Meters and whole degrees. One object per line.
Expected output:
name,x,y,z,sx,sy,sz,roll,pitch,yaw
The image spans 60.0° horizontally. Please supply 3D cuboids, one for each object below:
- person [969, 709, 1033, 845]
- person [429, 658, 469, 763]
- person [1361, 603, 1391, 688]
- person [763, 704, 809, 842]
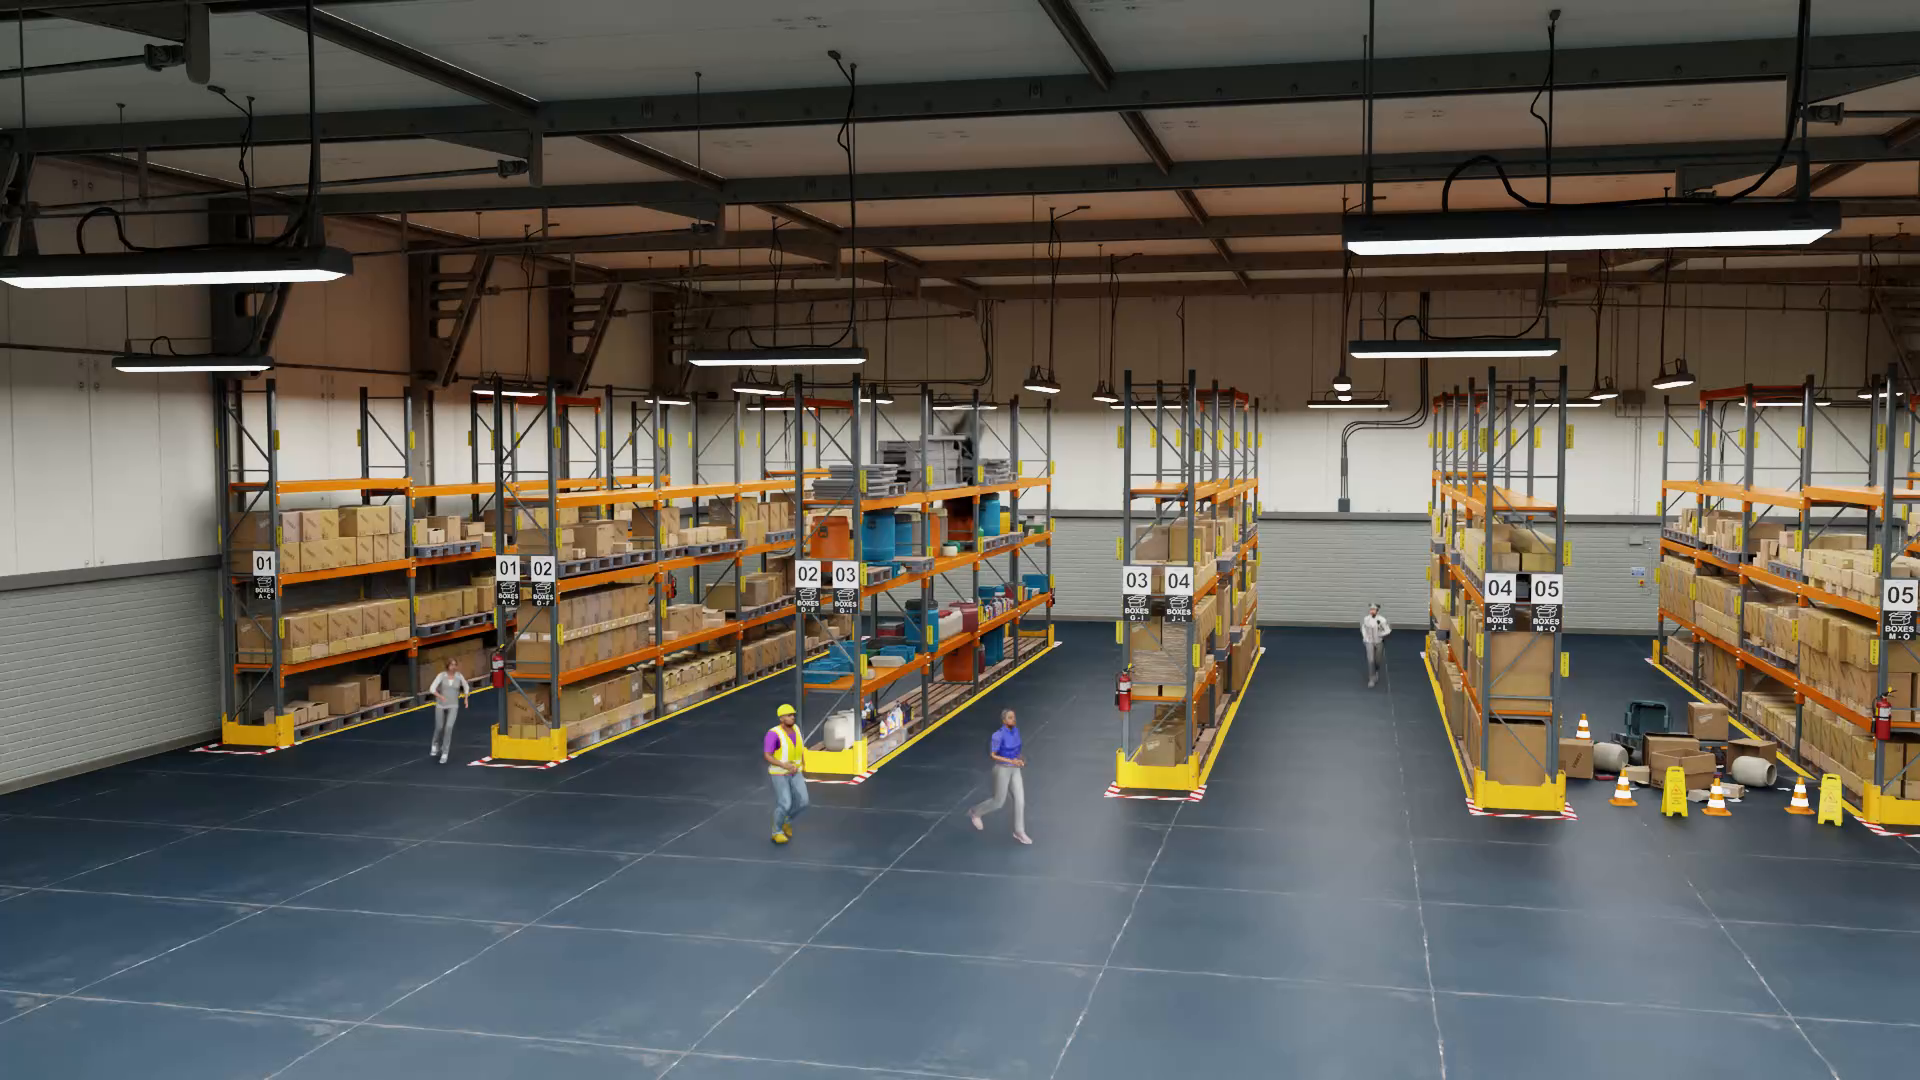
person,0.552,2.935,20.866,0.908,1.663,0.584,3,5,44
person,-7.976,2.627,25.991,0.602,1.584,0.829,-1,4,-19
person,8.495,2.125,34.009,0.607,1.705,0.829,1,4,22
person,-2.104,2.891,20.635,0.591,1.724,0.731,3,5,42
